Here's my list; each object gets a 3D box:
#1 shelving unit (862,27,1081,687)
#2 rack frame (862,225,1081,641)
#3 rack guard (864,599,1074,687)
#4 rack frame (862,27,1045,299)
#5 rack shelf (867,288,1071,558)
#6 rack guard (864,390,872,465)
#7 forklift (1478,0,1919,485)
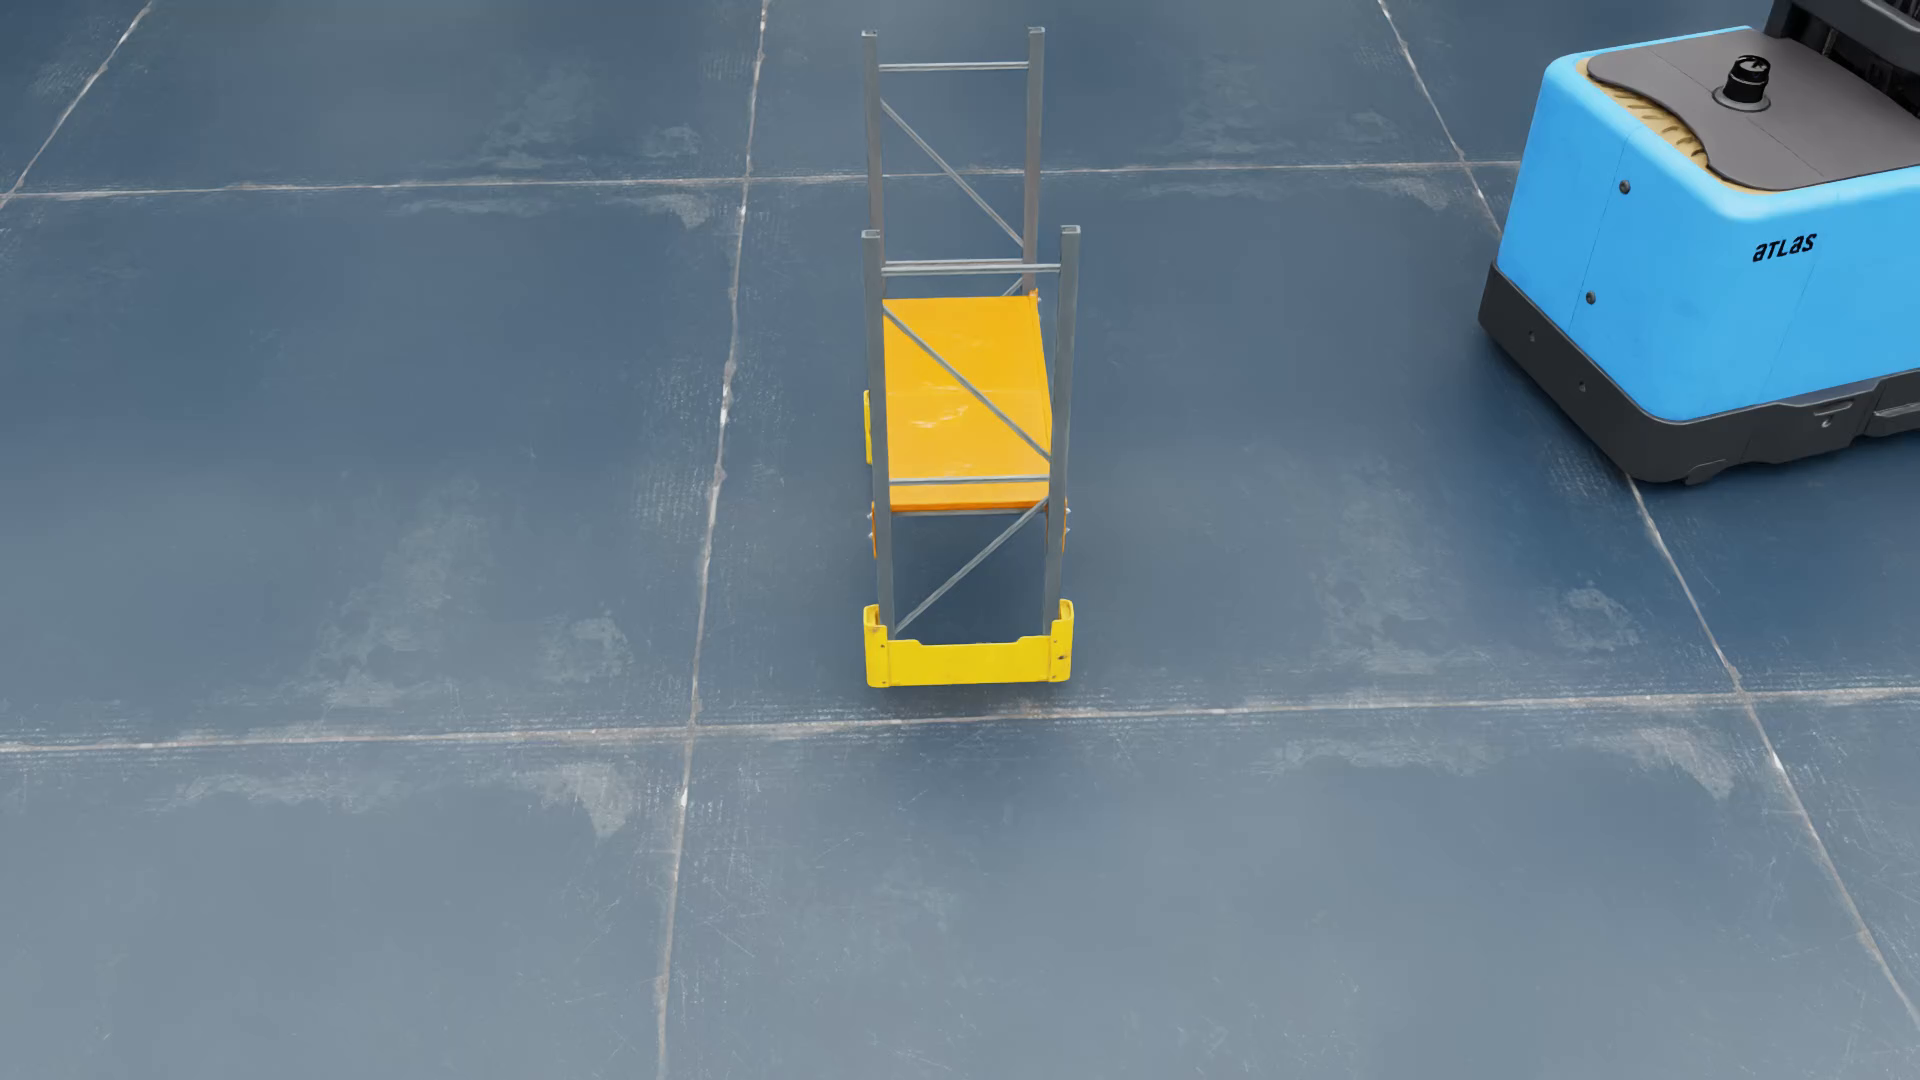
[{"bbox_3d":[0.003,-0.501,4.687,0.587,1.500,1.083,-2,43,-2],"label":"shelving unit"},{"bbox_3d":[0.025,-0.152,4.306,0.500,1.500,0.032,-2,43,-2],"label":"rack frame"},{"bbox_3d":[0.024,0.296,4.743,0.587,0.250,0.087,-2,43,-2],"label":"rack guard"},{"bbox_3d":[-0.018,-0.838,5.055,0.500,1.500,0.032,-2,43,-2],"label":"rack frame"},{"bbox_3d":[0.004,-0.363,4.802,0.538,0.185,1.000,-2,43,-2],"label":"rack shelf"},{"bbox_3d":[-0.018,-0.377,5.476,0.587,0.250,0.087,-2,43,-2],"label":"rack guard"},{"bbox_3d":[3.447,-1.850,5.099,3.031,2.935,1.130,-13,44,-13],"label":"forklift"}]
